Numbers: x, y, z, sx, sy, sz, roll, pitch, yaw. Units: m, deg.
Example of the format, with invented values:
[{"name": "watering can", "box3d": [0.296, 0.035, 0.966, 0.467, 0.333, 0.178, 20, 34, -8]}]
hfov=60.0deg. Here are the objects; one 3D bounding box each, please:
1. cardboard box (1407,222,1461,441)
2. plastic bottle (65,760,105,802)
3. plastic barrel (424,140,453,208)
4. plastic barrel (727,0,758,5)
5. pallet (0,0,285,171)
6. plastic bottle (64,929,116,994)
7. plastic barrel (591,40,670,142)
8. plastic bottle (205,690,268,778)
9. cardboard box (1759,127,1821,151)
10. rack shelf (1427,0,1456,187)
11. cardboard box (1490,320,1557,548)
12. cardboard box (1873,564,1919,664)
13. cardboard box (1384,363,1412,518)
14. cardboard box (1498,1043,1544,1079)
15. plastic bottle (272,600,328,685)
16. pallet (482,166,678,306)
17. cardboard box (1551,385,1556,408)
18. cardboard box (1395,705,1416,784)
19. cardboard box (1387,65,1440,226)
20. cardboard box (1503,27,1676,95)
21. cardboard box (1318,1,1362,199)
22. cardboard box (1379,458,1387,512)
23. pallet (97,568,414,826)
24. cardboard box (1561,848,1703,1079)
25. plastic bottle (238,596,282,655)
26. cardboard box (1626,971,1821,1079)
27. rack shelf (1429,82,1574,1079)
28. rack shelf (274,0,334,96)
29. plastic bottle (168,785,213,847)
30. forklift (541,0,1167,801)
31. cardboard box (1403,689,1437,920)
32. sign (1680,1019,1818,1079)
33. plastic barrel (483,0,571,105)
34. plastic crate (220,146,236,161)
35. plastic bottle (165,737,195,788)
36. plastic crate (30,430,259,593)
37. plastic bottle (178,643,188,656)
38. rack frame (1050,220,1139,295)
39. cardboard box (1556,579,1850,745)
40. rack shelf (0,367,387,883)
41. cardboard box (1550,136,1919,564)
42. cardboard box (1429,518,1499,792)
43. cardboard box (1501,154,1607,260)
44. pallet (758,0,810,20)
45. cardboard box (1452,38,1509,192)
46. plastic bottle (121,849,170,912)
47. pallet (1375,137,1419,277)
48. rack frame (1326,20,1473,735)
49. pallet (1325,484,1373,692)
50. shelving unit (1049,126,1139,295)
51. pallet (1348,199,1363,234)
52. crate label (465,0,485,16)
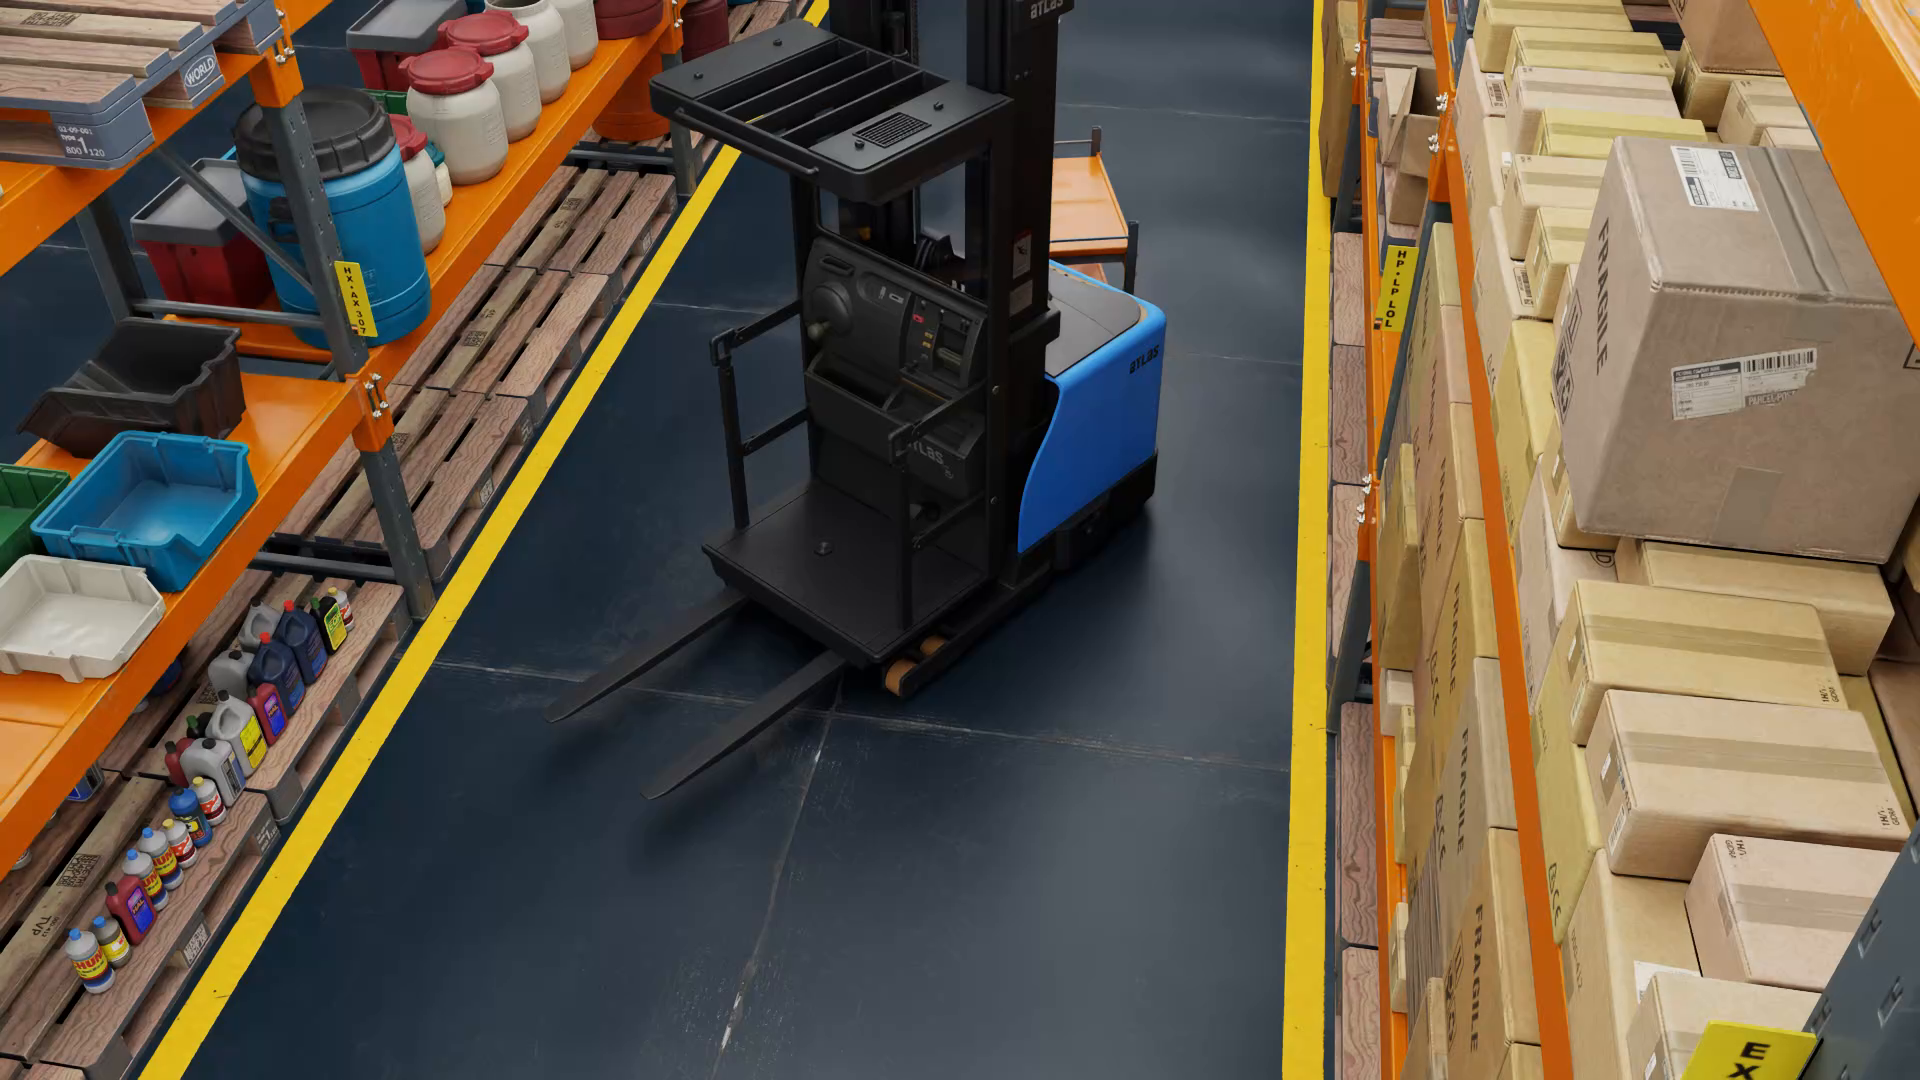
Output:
[{"name": "cardboard box", "box3d": [1.688, -0.624, 5.150, 0.500, 0.500, 0.500, 6, 40, 8]}, {"name": "plastic bottle", "box3d": [-3.366, 0.841, 6.268, 0.152, 0.276, 0.135, 6, 40, 8]}, {"name": "plastic barrel", "box3d": [-2.482, -1.646, 7.592, 0.301, 0.262, 0.301, 0, 40, 0]}, {"name": "plastic barrel", "box3d": [-1.711, -4.475, 12.223, 0.600, 0.901, 0.708, 6, 40, 8]}, {"name": "pallet", "box3d": [-2.891, -1.505, 5.108, 1.213, 0.211, 1.003, 6, 40, 8]}, {"name": "plastic bottle", "box3d": [-2.934, 1.403, 5.591, 0.097, 0.271, 0.097, 0, 40, 0]}, {"name": "plastic barrel", "box3d": [-2.102, -3.030, 10.531, 0.600, 0.830, 0.708, 6, 40, 8]}, {"name": "plastic bottle", "box3d": [-2.779, 0.725, 6.350, 0.144, 0.351, 0.185, 6, 40, 7]}, {"name": "cardboard box", "box3d": [2.128, -0.855, 3.977, 0.380, 0.149, 0.250, 5, 40, 6]}, {"name": "rack shelf", "box3d": [2.362, -2.473, 6.695, 1.077, 0.370, 4.000, 6, 40, 8]}, {"name": "cardboard box", "box3d": [1.420, -0.208, 3.509, 0.500, 0.250, 0.500, 6, 40, 7]}, {"name": "cardboard box", "box3d": [1.835, 0.164, 3.058, 0.500, 0.250, 0.500, 6, 40, 8]}, {"name": "cardboard box", "box3d": [1.877, -0.217, 5.443, 0.875, 0.500, 0.500, 6, 40, 8]}, {"name": "cardboard box", "box3d": [1.176, 1.260, 2.872, 0.500, 0.500, 0.500, 6, 40, 8]}, {"name": "plastic bottle", "box3d": [-2.690, 0.402, 6.740, 0.144, 0.351, 0.185, 5, 40, 6]}, {"name": "pallet", "box3d": [-2.342, -1.839, 9.906, 1.003, 0.211, 1.213, 6, 40, 8]}, {"name": "cardboard box", "box3d": [1.390, -0.272, 3.273, 0.380, 0.149, 0.250, 4, 40, 5]}, {"name": "cardboard box", "box3d": [1.491, 0.646, 4.908, 0.380, 0.149, 0.250, 6, 40, 8]}, {"name": "cardboard box", "box3d": [2.225, -1.639, 7.065, 0.797, 0.503, 0.637, 10, 41, 12]}, {"name": "cardboard box", "box3d": [1.677, -1.247, 4.451, 0.380, 0.149, 0.250, 5, 40, 5]}, {"name": "cardboard box", "box3d": [2.848, -2.624, 10.004, 1.225, 0.875, 0.875, 5, 40, 6]}, {"name": "cardboard box", "box3d": [1.683, -0.141, 5.860, 0.380, 0.149, 0.250, 6, 40, 8]}, {"name": "pallet", "box3d": [-3.019, 0.606, 6.948, 1.003, 0.211, 1.213, 6, 40, 8]}, {"name": "cardboard box", "box3d": [1.157, 0.742, 2.359, 0.500, 0.250, 0.500, 7, 40, 9]}, {"name": "plastic bottle", "box3d": [-2.832, 0.386, 6.760, 0.144, 0.351, 0.185, 6, 40, 8]}, {"name": "cardboard box", "box3d": [1.065, 0.710, 2.084, 0.380, 0.149, 0.250, 6, 40, 8]}, {"name": "rack shelf", "box3d": [1.670, 0.037, 3.659, 1.077, 0.370, 4.000, 6, 40, 8]}, {"name": "rack shelf", "box3d": [-2.516, -3.020, 7.355, 1.077, 0.370, 4.000, 6, 40, 8]}, {"name": "plastic bottle", "box3d": [-2.822, 0.998, 6.081, 0.097, 0.271, 0.097, 0, 40, 0]}, {"name": "forklift", "box3d": [-0.419, -0.832, 6.552, 1.130, 2.935, 3.031, 30, 48, 31]}, {"name": "cardboard box", "box3d": [1.642, 0.727, 4.301, 0.875, 0.500, 0.500, 6, 40, 8]}, {"name": "sign", "box3d": [0.781, 0.600, 1.718, 0.100, 0.325, 0.005, 6, 40, 8]}, {"name": "plastic barrel", "box3d": [-2.210, -2.505, 8.435, 0.421, 0.512, 0.421, 0, 40, 0]}, {"name": "plastic crate", "box3d": [-2.978, -1.606, 7.448, 0.392, 0.384, 0.575, 6, 40, 8]}, {"name": "plastic bottle", "box3d": [-2.916, 0.841, 6.262, 0.061, 0.283, 0.133, 6, 40, 8]}, {"name": "plastic crate", "box3d": [-2.786, -0.104, 5.735, 0.499, 0.251, 0.616, 6, 40, 8]}, {"name": "plastic bottle", "box3d": [-3.273, 0.361, 6.843, 0.061, 0.283, 0.133, 6, 40, 8]}, {"name": "rack frame", "box3d": [0.600, -1.063, 8.250, 0.500, 1.125, 0.032, -4, 40, -5]}, {"name": "cardboard box", "box3d": [1.185, 0.216, 2.682, 0.380, 0.149, 0.250, 7, 40, 8]}, {"name": "rack shelf", "box3d": [-3.208, 0.647, 5.275, 1.077, 0.370, 4.000, 6, 40, 8]}, {"name": "cardboard box", "box3d": [1.343, -0.332, 2.836, 0.500, 0.500, 0.500, 6, 40, 8]}, {"name": "cardboard box", "box3d": [1.440, 0.319, 4.010, 0.500, 0.500, 0.500, 6, 40, 8]}, {"name": "cardboard box", "box3d": [1.478, -0.763, 3.866, 0.380, 0.149, 0.250, 6, 40, 7]}, {"name": "pallet", "box3d": [-1.652, -4.352, 12.945, 1.003, 0.211, 1.213, 6, 40, 8]}, {"name": "cardboard box", "box3d": [1.686, -1.183, 4.688, 0.500, 0.250, 0.500, 5, 40, 6]}, {"name": "plastic bottle", "box3d": [-2.874, 1.188, 5.852, 0.097, 0.271, 0.097, 0, 40, 0]}, {"name": "pallet", "box3d": [2.406, -1.529, 7.493, 1.003, 0.211, 1.213, 6, 40, 8]}, {"name": "rack frame", "box3d": [2.016, -0.339, 5.903, 1.000, 3.000, 0.127, 6, 40, 8]}, {"name": "pallet", "box3d": [2.149, 0.247, 7.383, 1.003, 0.211, 1.213, 6, 40, 8]}, {"name": "shelving unit", "box3d": [0.543, -1.385, 8.639, 0.538, 1.125, 1.048, -4, 40, -5]}, {"name": "pallet", "box3d": [2.919, -2.262, 10.417, 1.003, 0.211, 1.213, 6, 40, 8]}, {"name": "crate label", "box3d": [-2.608, -2.816, 8.871, 0.502, 0.435, 0.616, 6, 40, 8]}]
